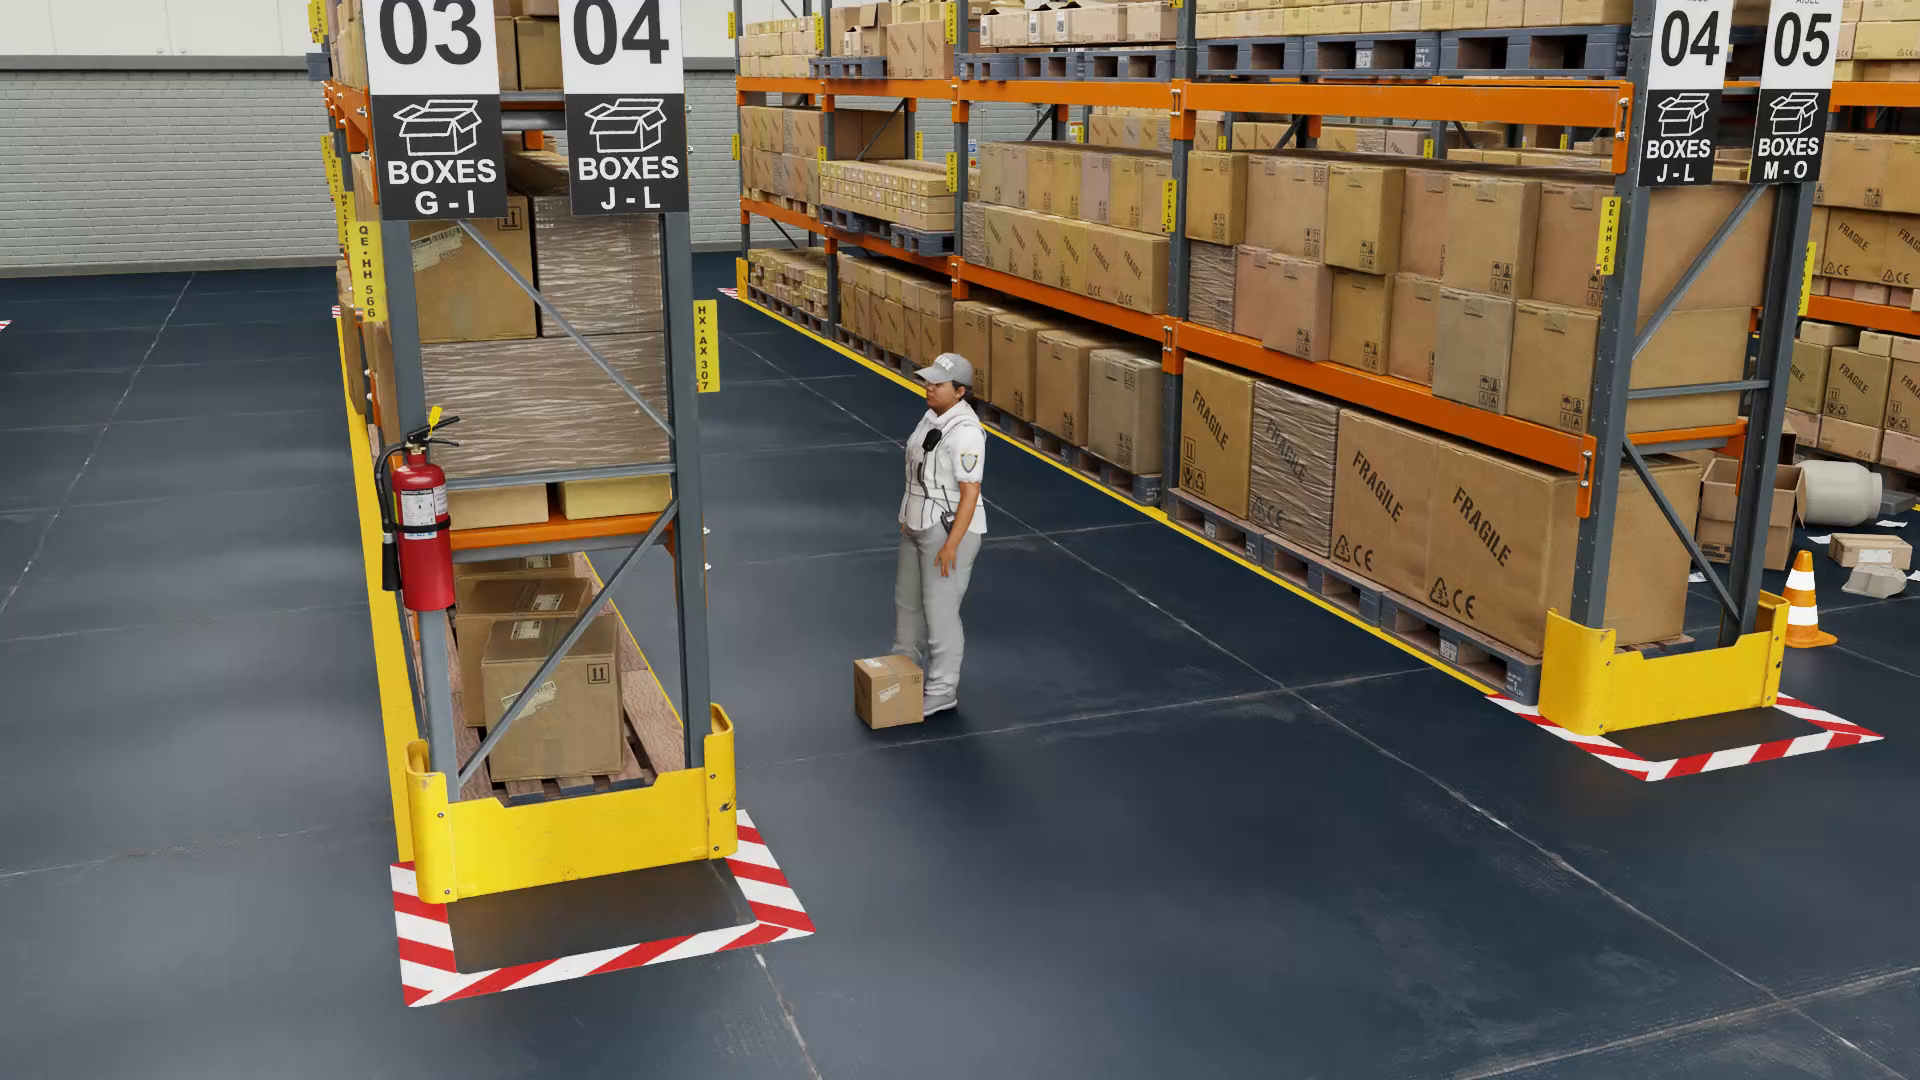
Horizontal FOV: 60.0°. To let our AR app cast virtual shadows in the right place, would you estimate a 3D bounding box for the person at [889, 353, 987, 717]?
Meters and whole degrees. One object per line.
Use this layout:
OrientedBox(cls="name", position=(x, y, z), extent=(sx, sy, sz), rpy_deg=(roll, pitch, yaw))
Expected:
OrientedBox(cls="person", position=(-0.170, -0.025, 7.566), extent=(0.529, 1.669, 0.598), rpy_deg=(-6, 17, -20))
